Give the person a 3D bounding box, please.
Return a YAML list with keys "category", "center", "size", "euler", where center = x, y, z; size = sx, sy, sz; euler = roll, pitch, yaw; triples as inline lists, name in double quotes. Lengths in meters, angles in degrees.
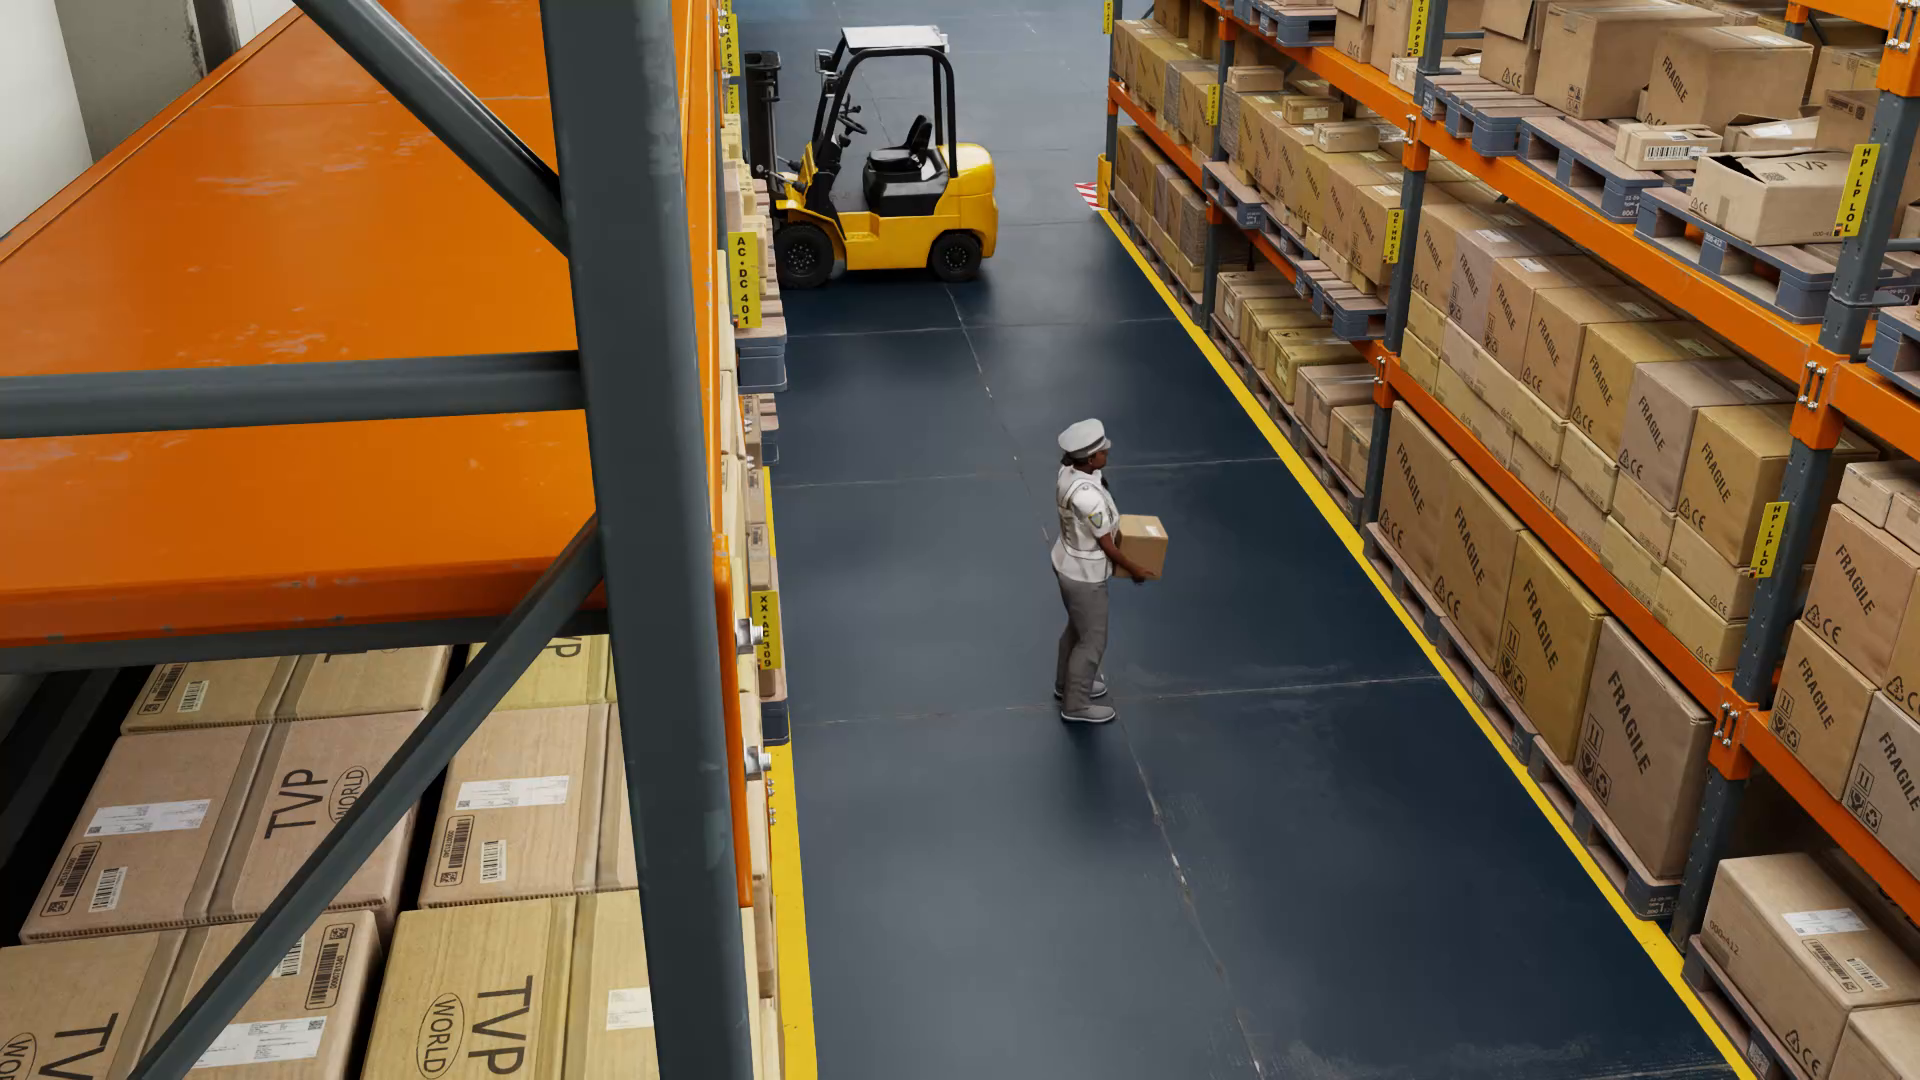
- category: "person"
  center: [0.742, 0.158, 8.761]
  size: [0.520, 1.692, 0.435]
  euler: [-3, 28, -7]
